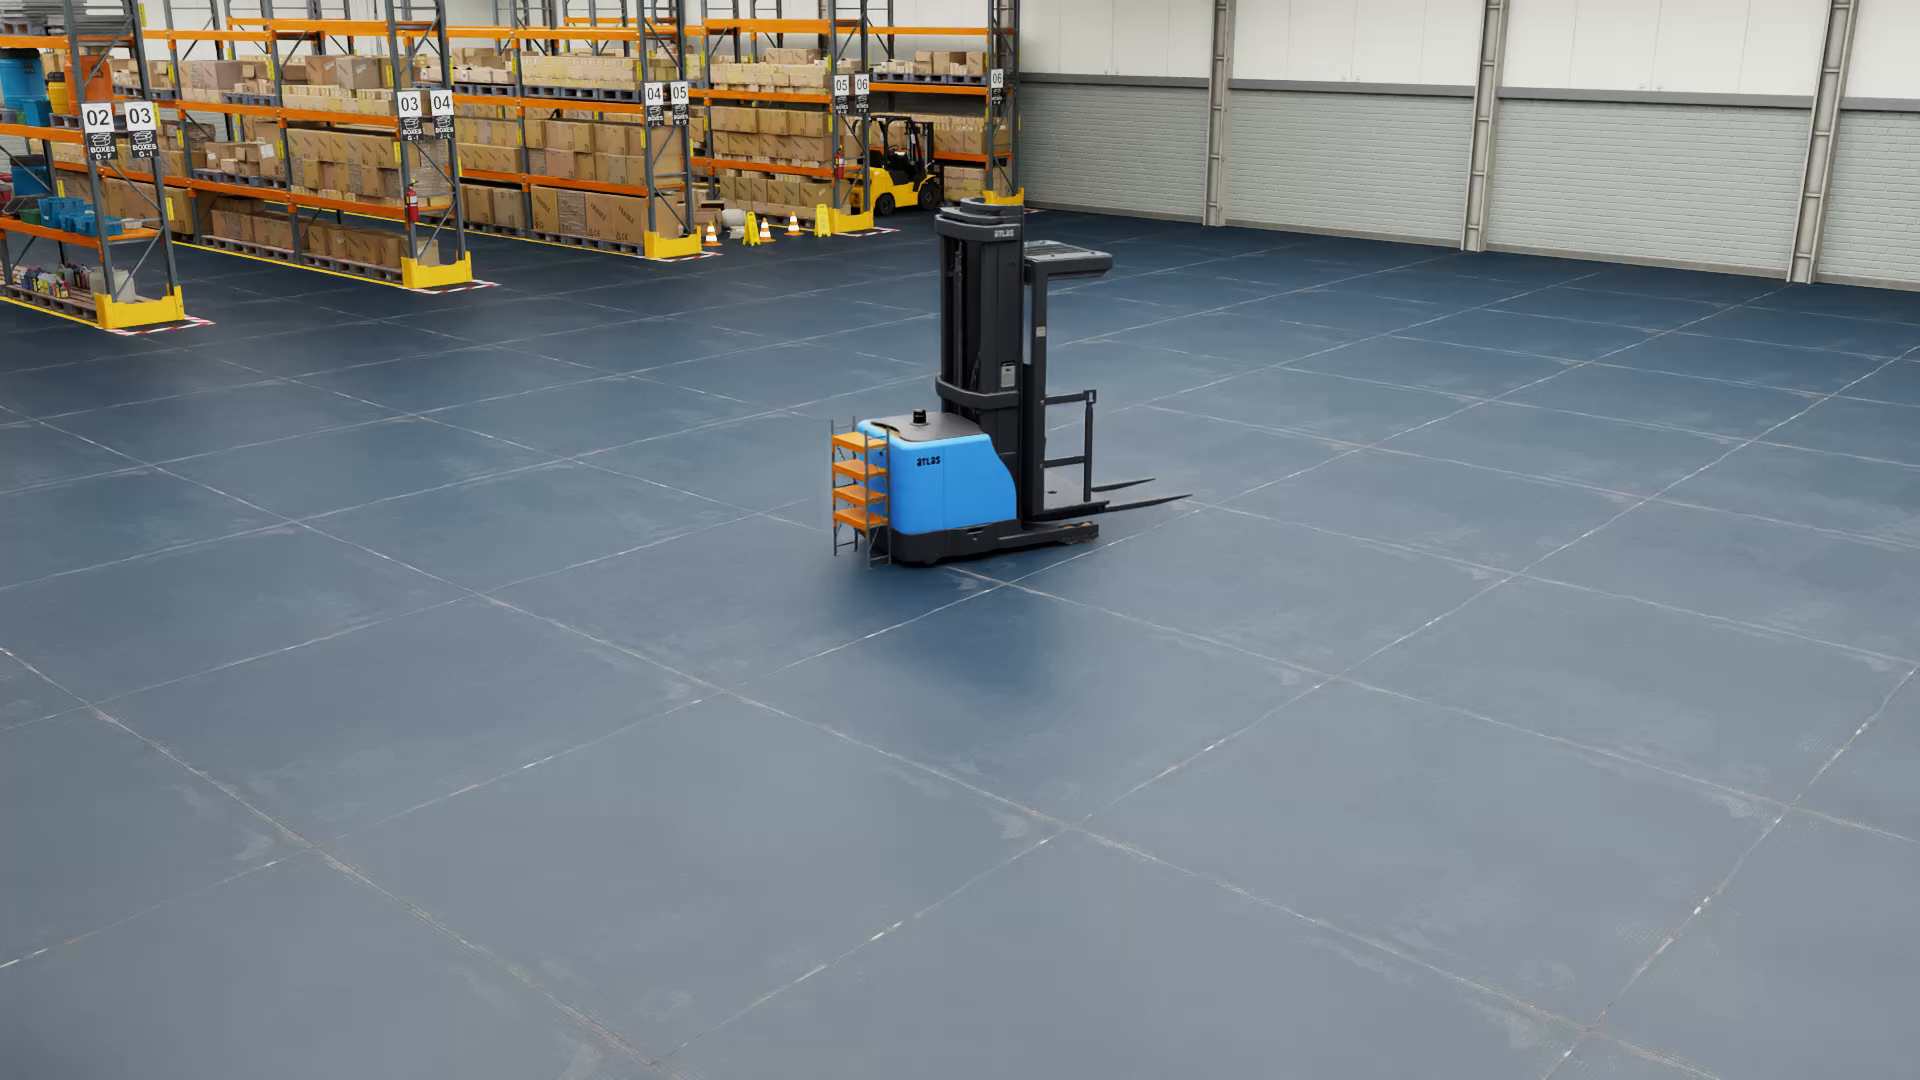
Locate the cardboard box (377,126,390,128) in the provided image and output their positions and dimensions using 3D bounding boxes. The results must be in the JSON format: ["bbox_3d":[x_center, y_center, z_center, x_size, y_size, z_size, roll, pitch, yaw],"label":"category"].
[{"bbox_3d":[-13.080,-9.380,37.994,0.250,0.149,0.380,14,22,37],"label":"cardboard box"}]

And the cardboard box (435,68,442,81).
[{"bbox_3d":[-10.723,-9.821,35.077,0.500,0.250,0.500,16,24,41],"label":"cardboard box"}]

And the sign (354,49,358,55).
[{"bbox_3d":[-14.119,-11.304,38.855,0.005,0.325,0.100,15,23,39],"label":"sign"}]

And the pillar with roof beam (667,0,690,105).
[{"bbox_3d":[-10.763,-13.807,43.289,0.400,9.000,9.100,15,23,39],"label":"pillar with roof beam"}]

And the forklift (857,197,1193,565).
[{"bbox_3d":[0.648,-1.485,14.495,3.031,2.935,1.130,-9,20,-26],"label":"forklift"}]

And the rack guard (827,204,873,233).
[{"bbox_3d":[-2.356,-6.868,35.476,0.348,0.500,1.175,15,23,39],"label":"rack guard"}]

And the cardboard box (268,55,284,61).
[{"bbox_3d":[-16.243,-11.468,39.642,0.250,0.149,0.380,16,24,41],"label":"cardboard box"}]

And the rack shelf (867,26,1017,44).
[{"bbox_3d":[-0.503,-11.896,39.118,4.000,0.370,1.077,15,23,39],"label":"rack shelf"}]

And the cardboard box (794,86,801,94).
[{"bbox_3d":[-3.281,-9.533,35.195,0.250,0.149,0.380,15,23,40],"label":"cardboard box"}]

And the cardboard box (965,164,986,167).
[{"bbox_3d":[0.383,-8.773,39.545,0.500,0.250,0.500,15,23,39],"label":"cardboard box"}]

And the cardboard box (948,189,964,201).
[{"bbox_3d":[0.066,-8.183,39.337,0.500,0.250,0.500,15,23,39],"label":"cardboard box"}]

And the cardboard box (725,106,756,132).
[{"bbox_3d":[-4.738,-9.269,36.597,0.500,0.500,0.700,15,23,40],"label":"cardboard box"}]

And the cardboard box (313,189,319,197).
[{"bbox_3d":[-11.331,-6.230,29.746,0.250,0.149,0.380,15,23,39],"label":"cardboard box"}]

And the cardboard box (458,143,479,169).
[{"bbox_3d":[-10.206,-8.104,35.071,0.500,0.500,0.500,15,23,39],"label":"cardboard box"}]

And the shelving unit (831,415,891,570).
[{"bbox_3d":[-0.829,-0.400,13.937,0.258,1.200,0.503,-13,22,-36],"label":"shelving unit"}]

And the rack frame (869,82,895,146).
[{"bbox_3d":[-1.999,-9.972,41.122,0.127,3.000,1.000,15,23,39],"label":"rack frame"}]

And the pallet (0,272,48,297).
[{"bbox_3d":[-15.770,-4.305,27.876,1.213,0.211,1.003,15,23,39],"label":"pallet"}]

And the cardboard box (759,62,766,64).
[{"bbox_3d":[-4.932,-12.202,42.718,0.250,0.166,0.380,15,23,39],"label":"cardboard box"}]

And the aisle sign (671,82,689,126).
[{"bbox_3d":[-5.257,-8.197,31.233,0.004,0.787,0.394,15,23,39],"label":"aisle sign"}]

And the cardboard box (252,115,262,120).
[{"bbox_3d":[-16.935,-10.533,40.580,0.500,0.500,0.500,16,24,41],"label":"cardboard box"}]

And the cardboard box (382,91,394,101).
[{"bbox_3d":[-9.292,-7.336,27.447,0.250,0.149,0.380,15,23,39],"label":"cardboard box"}]

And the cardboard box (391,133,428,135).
[{"bbox_3d":[-9.477,-6.743,28.637,0.500,0.500,0.500,15,23,39],"label":"cardboard box"}]

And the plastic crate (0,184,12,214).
[{"bbox_3d":[-15.722,-5.544,27.063,0.583,0.464,0.402,15,23,39],"label":"plastic crate"}]

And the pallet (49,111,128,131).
[{"bbox_3d":[-12.719,-6.210,24.622,1.213,0.211,1.003,15,23,39],"label":"pallet"}]

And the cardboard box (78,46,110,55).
[{"bbox_3d":[-18.552,-10.485,35.516,0.500,0.250,0.500,13,22,36],"label":"cardboard box"}]

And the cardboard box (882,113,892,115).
[{"bbox_3d":[-1.690,-10.311,40.462,0.250,0.149,0.380,15,23,40],"label":"cardboard box"}]

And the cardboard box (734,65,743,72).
[{"bbox_3d":[-4.688,-10.241,36.110,0.250,0.149,0.380,15,23,39],"label":"cardboard box"}]

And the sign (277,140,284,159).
[{"bbox_3d":[-12.235,-7.031,29.943,0.005,0.325,0.100,15,23,39],"label":"sign"}]

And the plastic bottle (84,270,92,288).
[{"bbox_3d":[-13.980,-4.196,26.697,0.135,0.276,0.152,16,23,40],"label":"plastic bottle"}]

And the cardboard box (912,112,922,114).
[{"bbox_3d":[-0.964,-10.328,40.517,0.250,0.149,0.380,14,23,38],"label":"cardboard box"}]

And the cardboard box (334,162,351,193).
[{"bbox_3d":[-10.435,-6.395,29.195,0.500,0.500,0.875,15,23,39],"label":"cardboard box"}]

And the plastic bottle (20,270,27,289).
[{"bbox_3d":[-14.949,-4.175,26.631,0.135,0.276,0.152,16,24,41],"label":"plastic bottle"}]

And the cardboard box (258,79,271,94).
[{"bbox_3d":[-12.638,-8.338,30.542,0.258,0.266,0.396,16,24,41],"label":"cardboard box"}]

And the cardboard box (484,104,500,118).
[{"bbox_3d":[-11.811,-11.011,42.577,0.500,0.500,0.500,15,23,39],"label":"cardboard box"}]

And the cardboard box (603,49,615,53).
[{"bbox_3d":[-9.668,-13.669,46.744,0.500,0.250,0.500,16,24,41],"label":"cardboard box"}]

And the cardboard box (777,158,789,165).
[{"bbox_3d":[-3.724,-8.193,35.931,0.250,0.149,0.380,15,23,39],"label":"cardboard box"}]

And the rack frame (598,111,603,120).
[{"bbox_3d":[-8.283,-9.651,40.111,0.127,3.000,1.000,15,23,39],"label":"rack frame"}]

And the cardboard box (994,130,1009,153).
[{"bbox_3d":[0.807,-9.378,39.087,0.500,0.500,0.500,16,24,41],"label":"cardboard box"}]

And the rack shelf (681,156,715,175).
[{"bbox_3d":[-6.787,-8.906,38.955,4.000,0.370,1.077,15,23,39],"label":"rack shelf"}]

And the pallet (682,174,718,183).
[{"bbox_3d":[-7.349,-10.094,46.117,1.213,0.211,1.003,15,23,39],"label":"pallet"}]

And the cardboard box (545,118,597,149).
[{"bbox_3d":[-7.759,-8.128,33.279,0.550,0.550,0.875,15,23,39],"label":"cardboard box"}]

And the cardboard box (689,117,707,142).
[{"bbox_3d":[-5.789,-9.278,37.586,0.500,0.500,0.500,15,23,38],"label":"cardboard box"}]

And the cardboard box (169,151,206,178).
[{"bbox_3d":[-15.394,-7.500,33.167,0.500,0.500,0.500,16,24,41],"label":"cardboard box"}]

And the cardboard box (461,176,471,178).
[{"bbox_3d":[-13.016,-9.944,44.577,0.875,0.438,0.875,16,24,41],"label":"cardboard box"}]

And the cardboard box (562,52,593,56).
[{"bbox_3d":[-9.149,-11.484,40.070,0.500,0.500,0.700,14,22,37],"label":"cardboard box"}]

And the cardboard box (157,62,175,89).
[{"bbox_3d":[-15.365,-9.194,32.848,0.797,0.503,0.637,-17,24,-42],"label":"cardboard box"}]

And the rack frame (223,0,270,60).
[{"bbox_3d":[-17.476,-12.976,40.672,0.127,3.000,1.000,15,23,39],"label":"rack frame"}]

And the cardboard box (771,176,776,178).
[{"bbox_3d":[-3.906,-7.833,36.994,0.500,0.500,0.500,17,24,42],"label":"cardboard box"}]

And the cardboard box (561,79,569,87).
[{"bbox_3d":[-7.501,-8.860,32.216,0.250,0.149,0.380,15,23,39],"label":"cardboard box"}]

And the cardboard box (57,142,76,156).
[{"bbox_3d":[-19.504,-8.620,36.618,0.500,0.250,0.500,14,23,38],"label":"cardboard box"}]

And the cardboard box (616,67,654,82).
[{"bbox_3d":[-6.061,-8.687,31.013,0.500,0.250,0.500,15,23,40],"label":"cardboard box"}]

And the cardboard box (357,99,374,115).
[{"bbox_3d":[-9.782,-7.300,27.992,0.500,0.250,0.500,15,23,40],"label":"cardboard box"}]

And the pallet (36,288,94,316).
[{"bbox_3d":[-13.765,-3.767,26.180,1.213,0.211,1.003,15,23,39],"label":"pallet"}]
